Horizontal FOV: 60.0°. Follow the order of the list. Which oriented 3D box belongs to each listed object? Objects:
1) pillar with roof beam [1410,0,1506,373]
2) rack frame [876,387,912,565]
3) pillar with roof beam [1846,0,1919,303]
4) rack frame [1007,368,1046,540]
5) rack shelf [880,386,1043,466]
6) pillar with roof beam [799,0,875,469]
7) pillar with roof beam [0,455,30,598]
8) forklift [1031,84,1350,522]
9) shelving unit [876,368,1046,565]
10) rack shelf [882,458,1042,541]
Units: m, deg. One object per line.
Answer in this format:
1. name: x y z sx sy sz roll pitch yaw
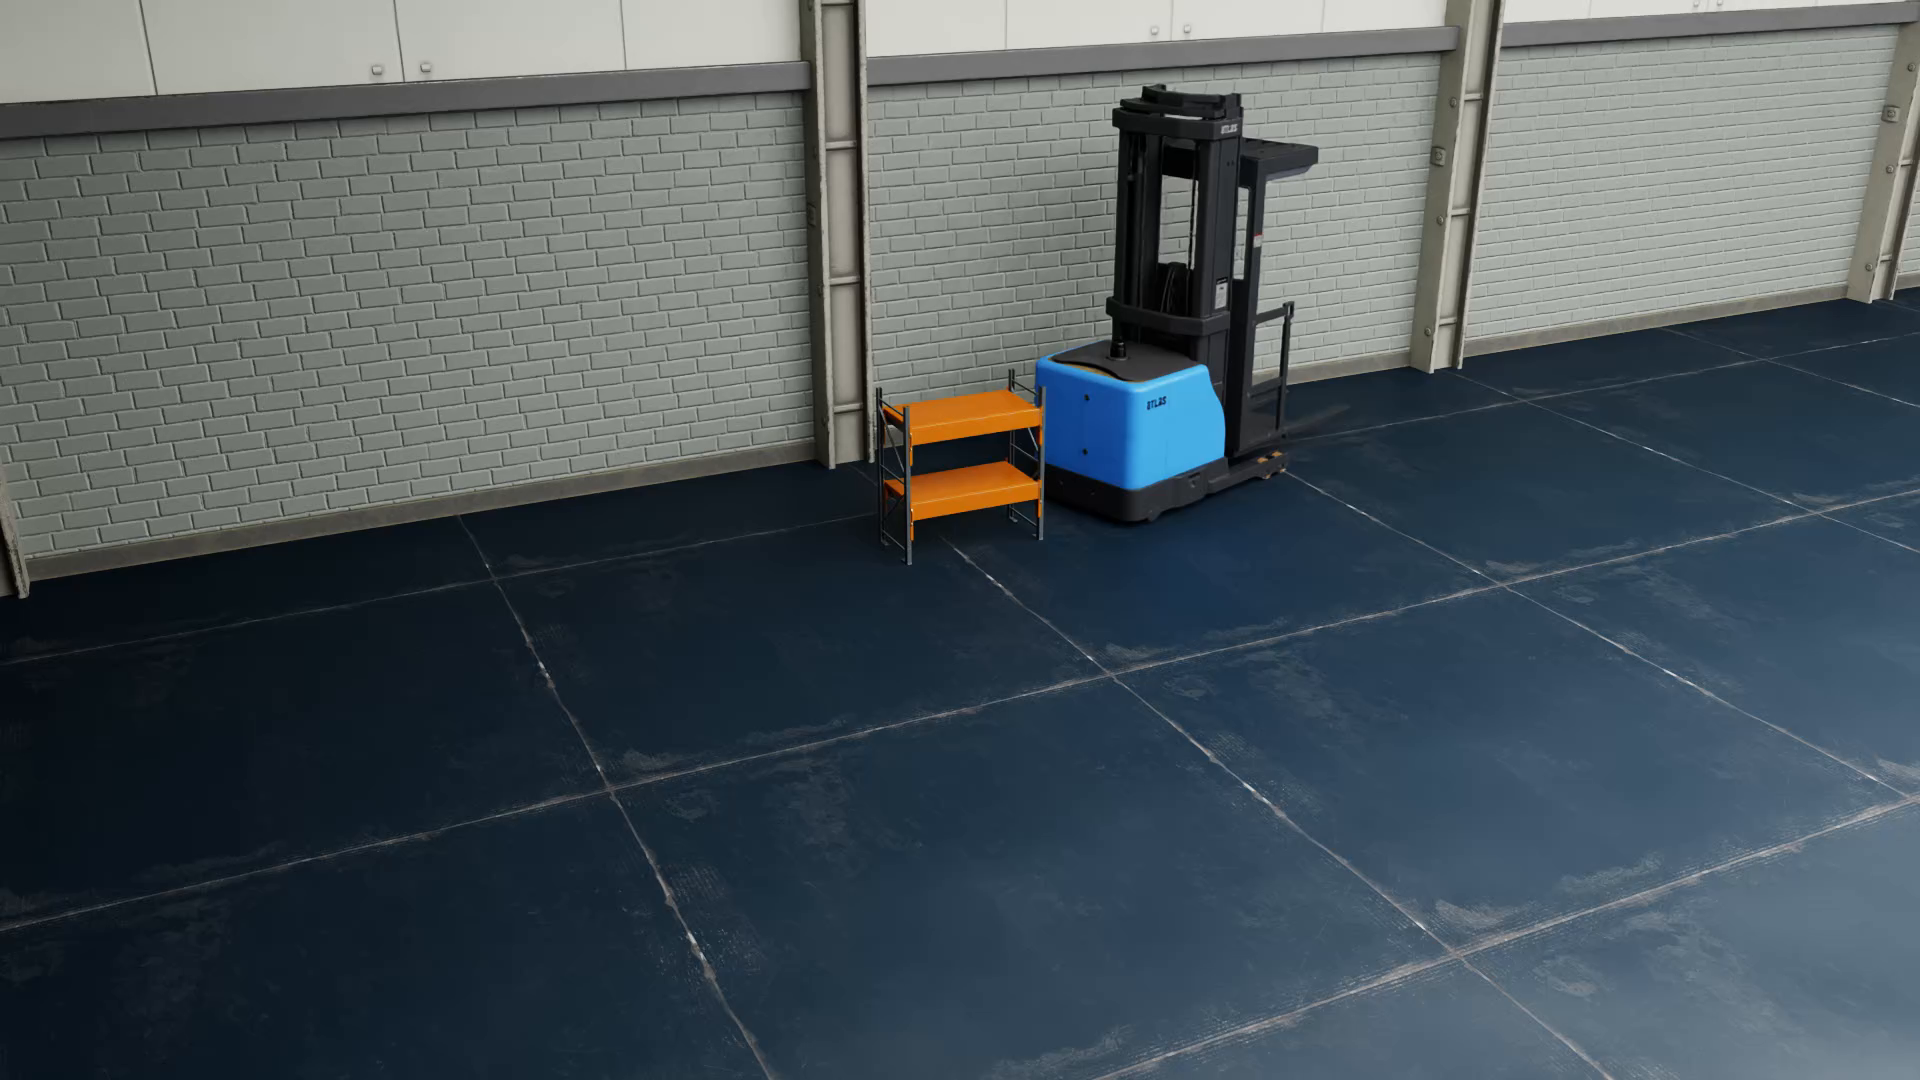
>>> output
1. pillar with roof beam: 6.353 -4.313 10.403 0.400 9.000 9.100 -10 25 -24
2. rack frame: -0.452 -0.437 11.334 0.032 1.125 0.500 -10 25 -24
3. pillar with roof beam: 11.759 -5.308 12.807 0.400 9.000 9.100 -10 25 -24
4. rack frame: 0.464 -0.605 11.741 0.032 1.125 0.500 -10 25 -24
5. rack shelf: 0.006 -0.791 11.426 1.000 0.278 0.538 -10 25 -24
6. pillar with roof beam: 0.946 -3.317 7.998 0.400 9.000 9.100 -10 25 -24
7. pillar with roof beam: -4.460 -2.322 5.594 0.400 9.000 9.100 -10 25 -24
8. forklift: 1.941 -1.950 12.628 3.031 2.935 1.130 -21 30 -40
9. shelving unit: 0.006 -0.521 11.538 1.048 1.125 0.538 -10 25 -24
10. rack shelf: 0.006 -0.295 11.631 1.000 0.278 0.538 -10 25 -24
